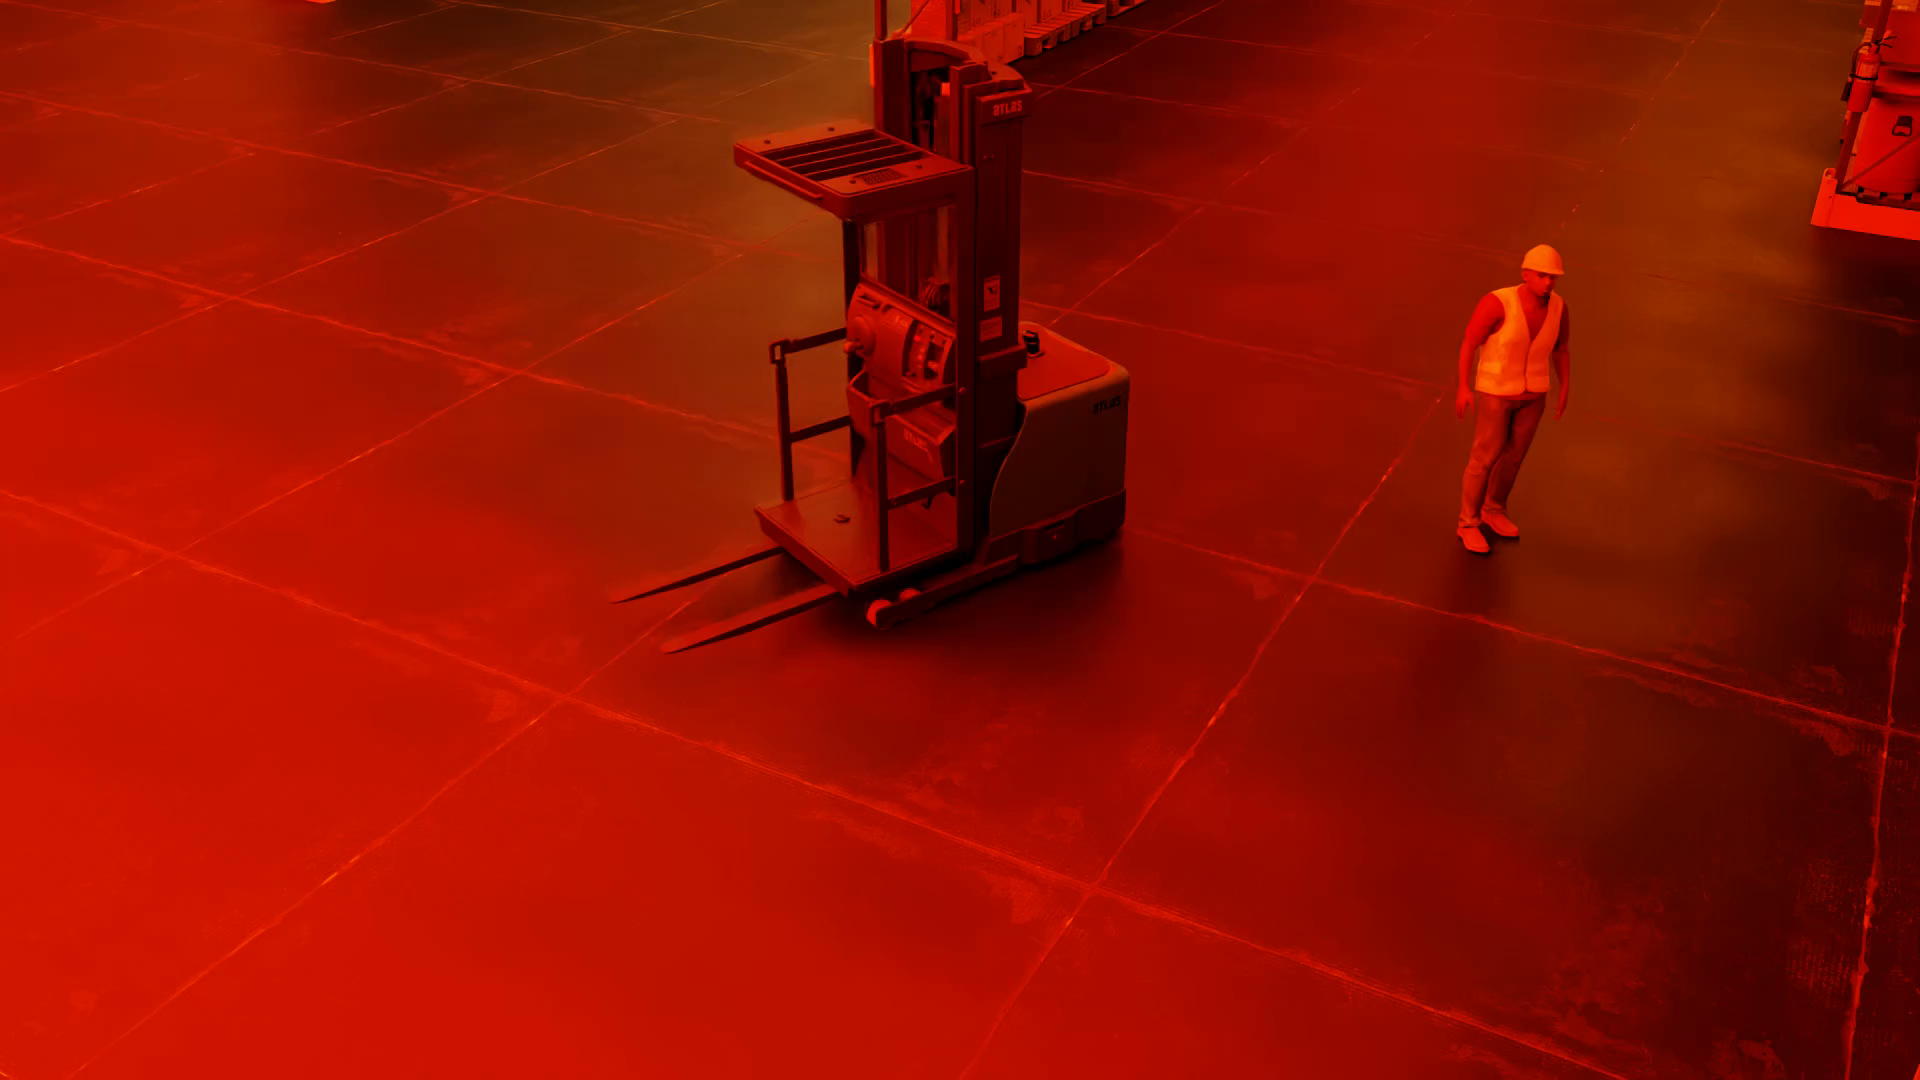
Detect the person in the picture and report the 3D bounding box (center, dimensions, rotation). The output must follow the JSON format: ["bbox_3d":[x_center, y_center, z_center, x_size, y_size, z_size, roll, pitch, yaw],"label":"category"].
[{"bbox_3d":[3.243,-0.823,9.661,0.708,1.771,0.568,-6,31,-11],"label":"person"}]

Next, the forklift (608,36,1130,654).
[{"bbox_3d":[-0.495,-1.075,8.933,3.031,2.935,1.130,-20,36,-31],"label":"forklift"}]
